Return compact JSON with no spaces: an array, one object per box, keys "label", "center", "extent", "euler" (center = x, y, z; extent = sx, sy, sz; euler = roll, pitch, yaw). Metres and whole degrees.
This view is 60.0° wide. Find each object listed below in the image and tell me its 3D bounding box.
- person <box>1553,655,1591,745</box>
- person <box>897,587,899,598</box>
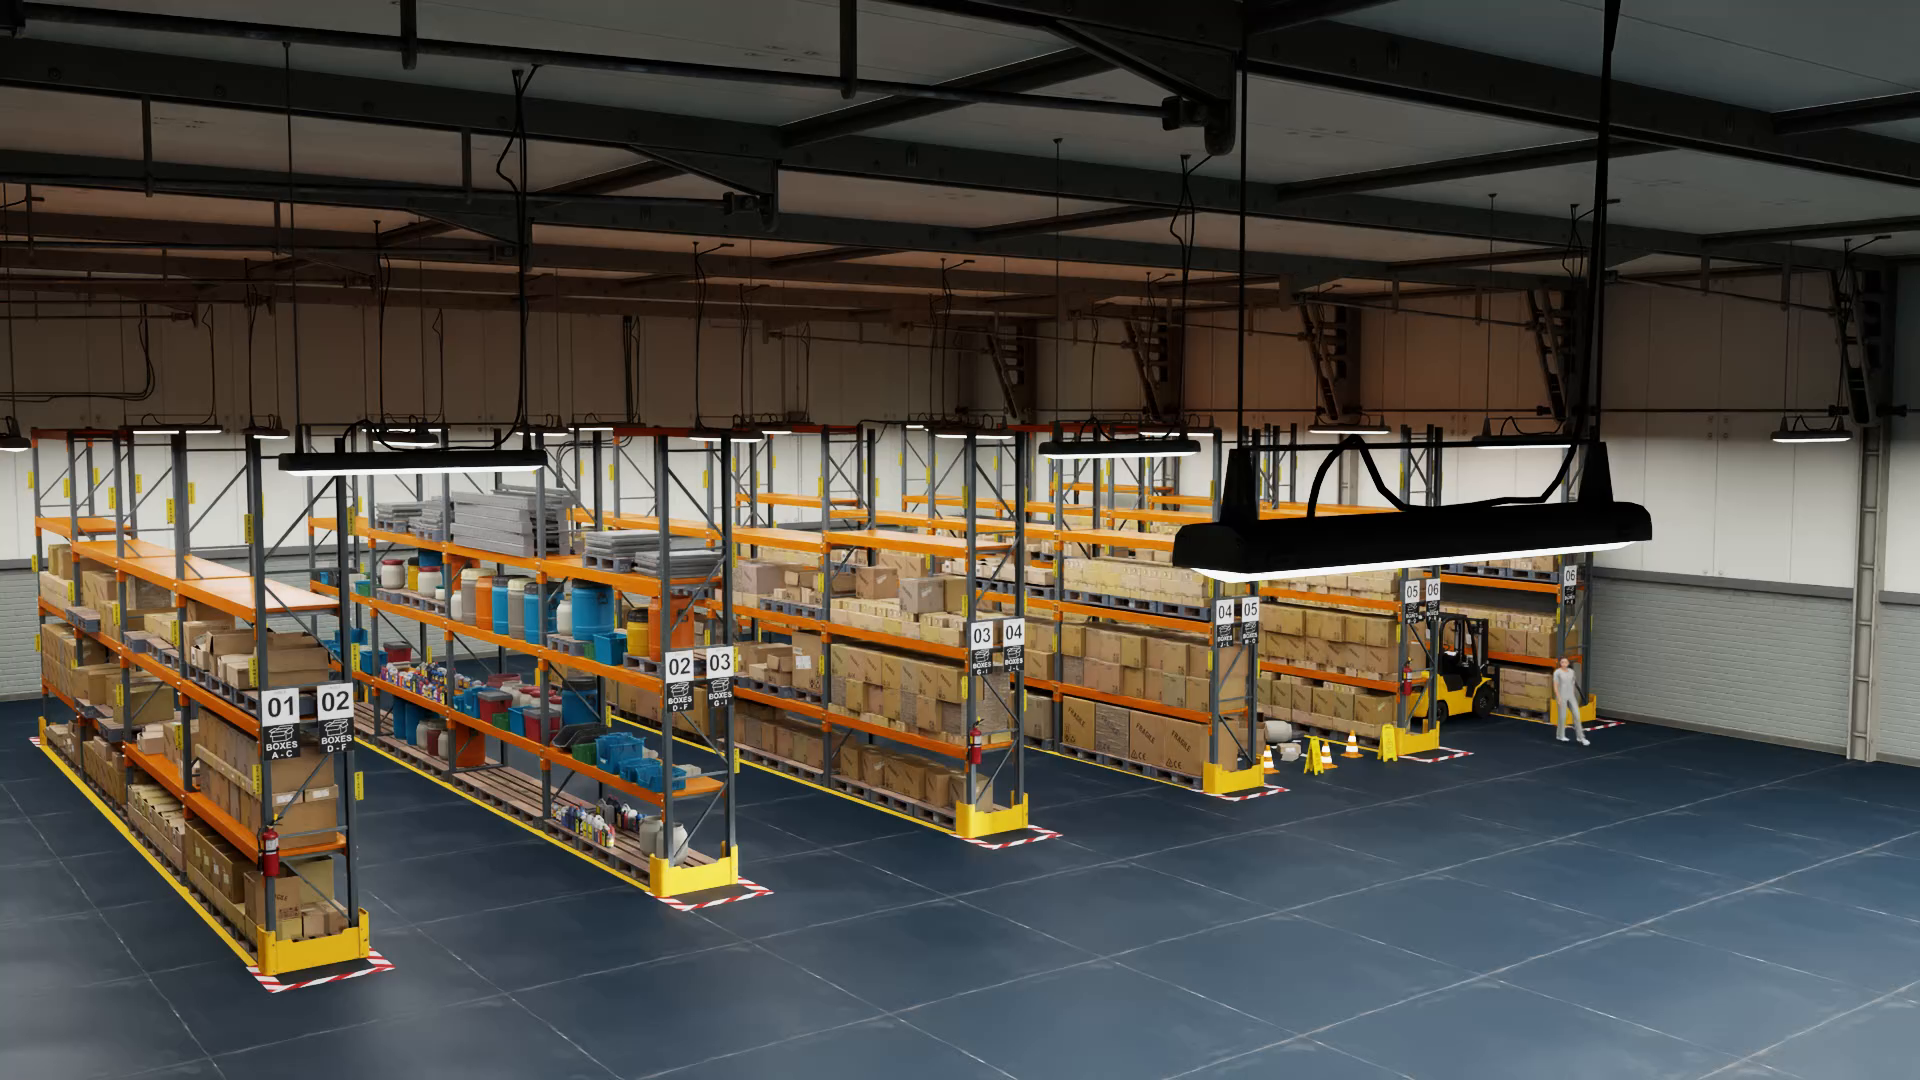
[{"label":"person","center":[11.573,3.023,31.538],"extent":[0.566,1.671,0.695],"euler":[0,4,-4]},{"label":"person","center":[-1.680,1.702,48.838],"extent":[0.755,1.568,0.399],"euler":[-4,6,-43]}]
